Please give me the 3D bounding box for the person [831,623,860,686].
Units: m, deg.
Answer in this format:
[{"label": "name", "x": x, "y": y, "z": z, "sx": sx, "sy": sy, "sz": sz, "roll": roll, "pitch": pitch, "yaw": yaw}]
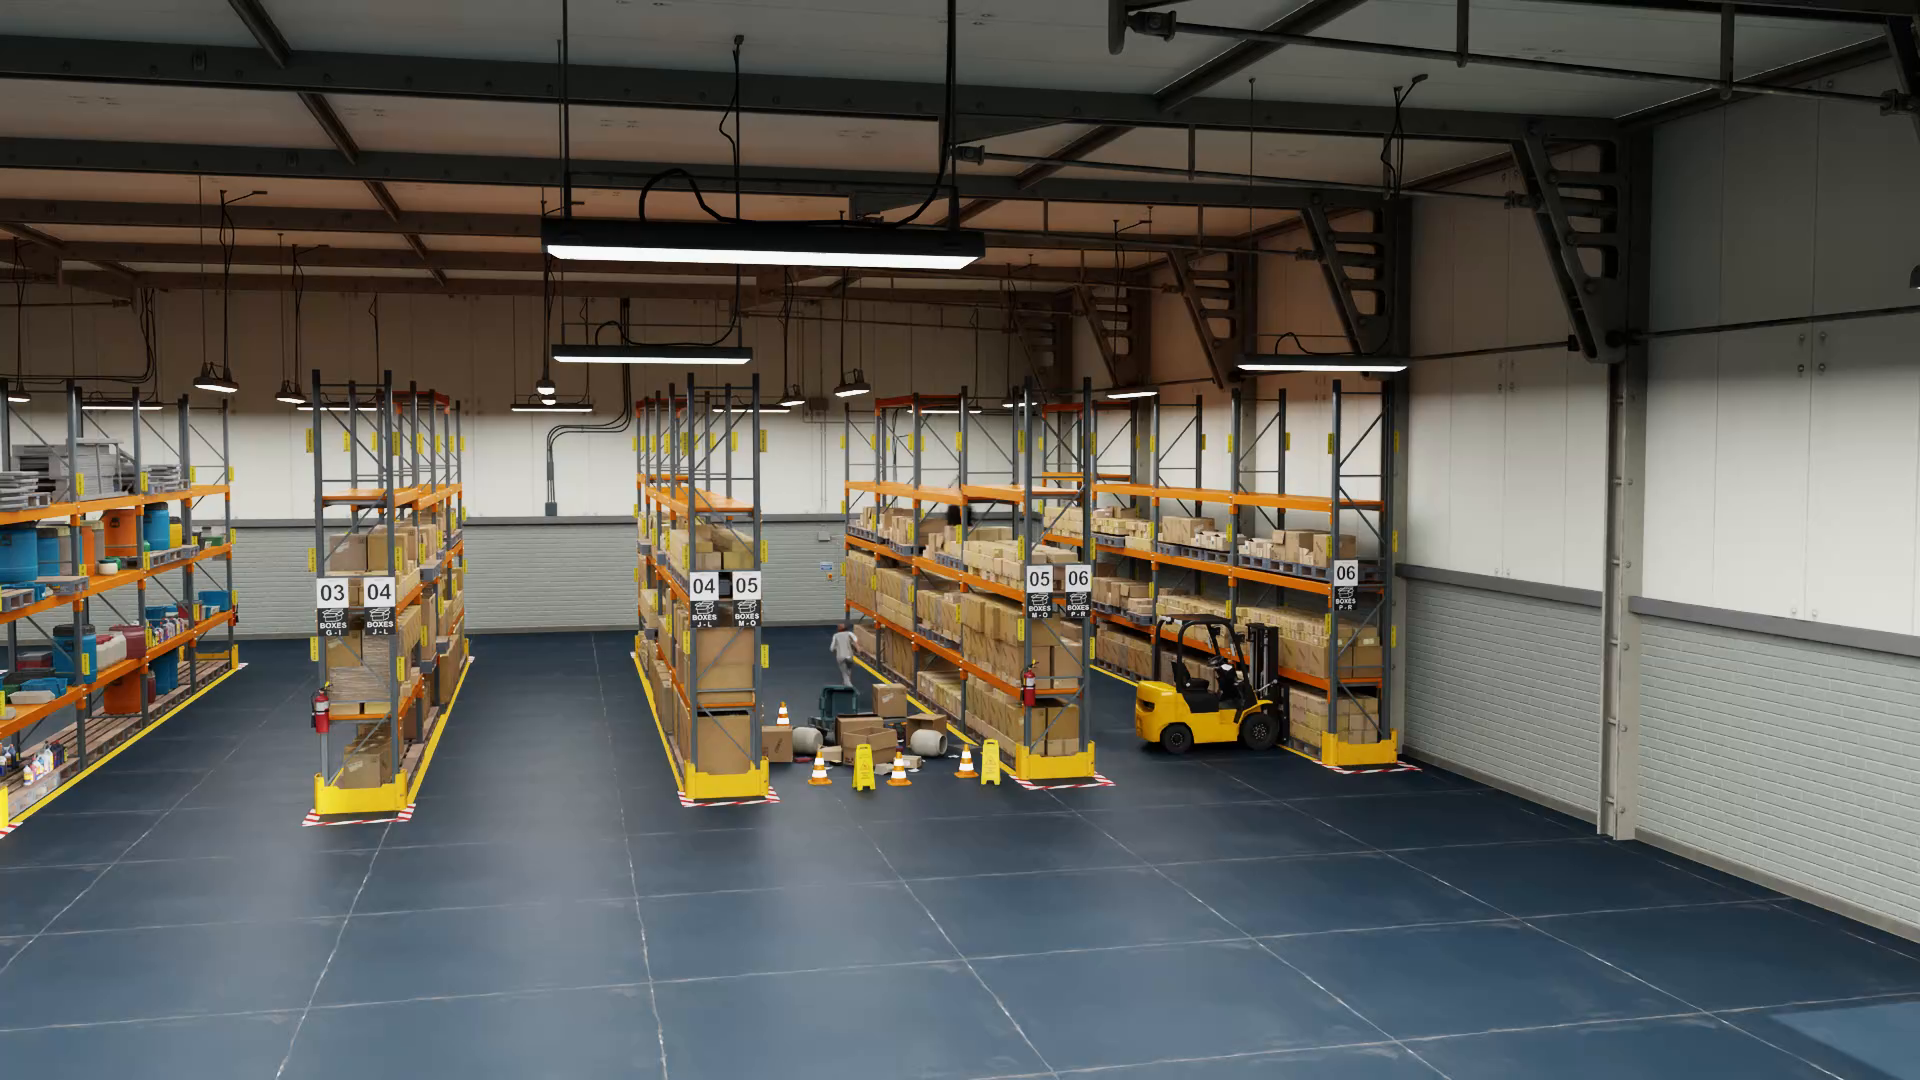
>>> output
[{"label": "person", "x": -2.279, "y": 2.379, "z": 32.990, "sx": 0.550, "sy": 1.398, "sz": 1.035, "roll": 0, "pitch": 3, "yaw": -8}]
